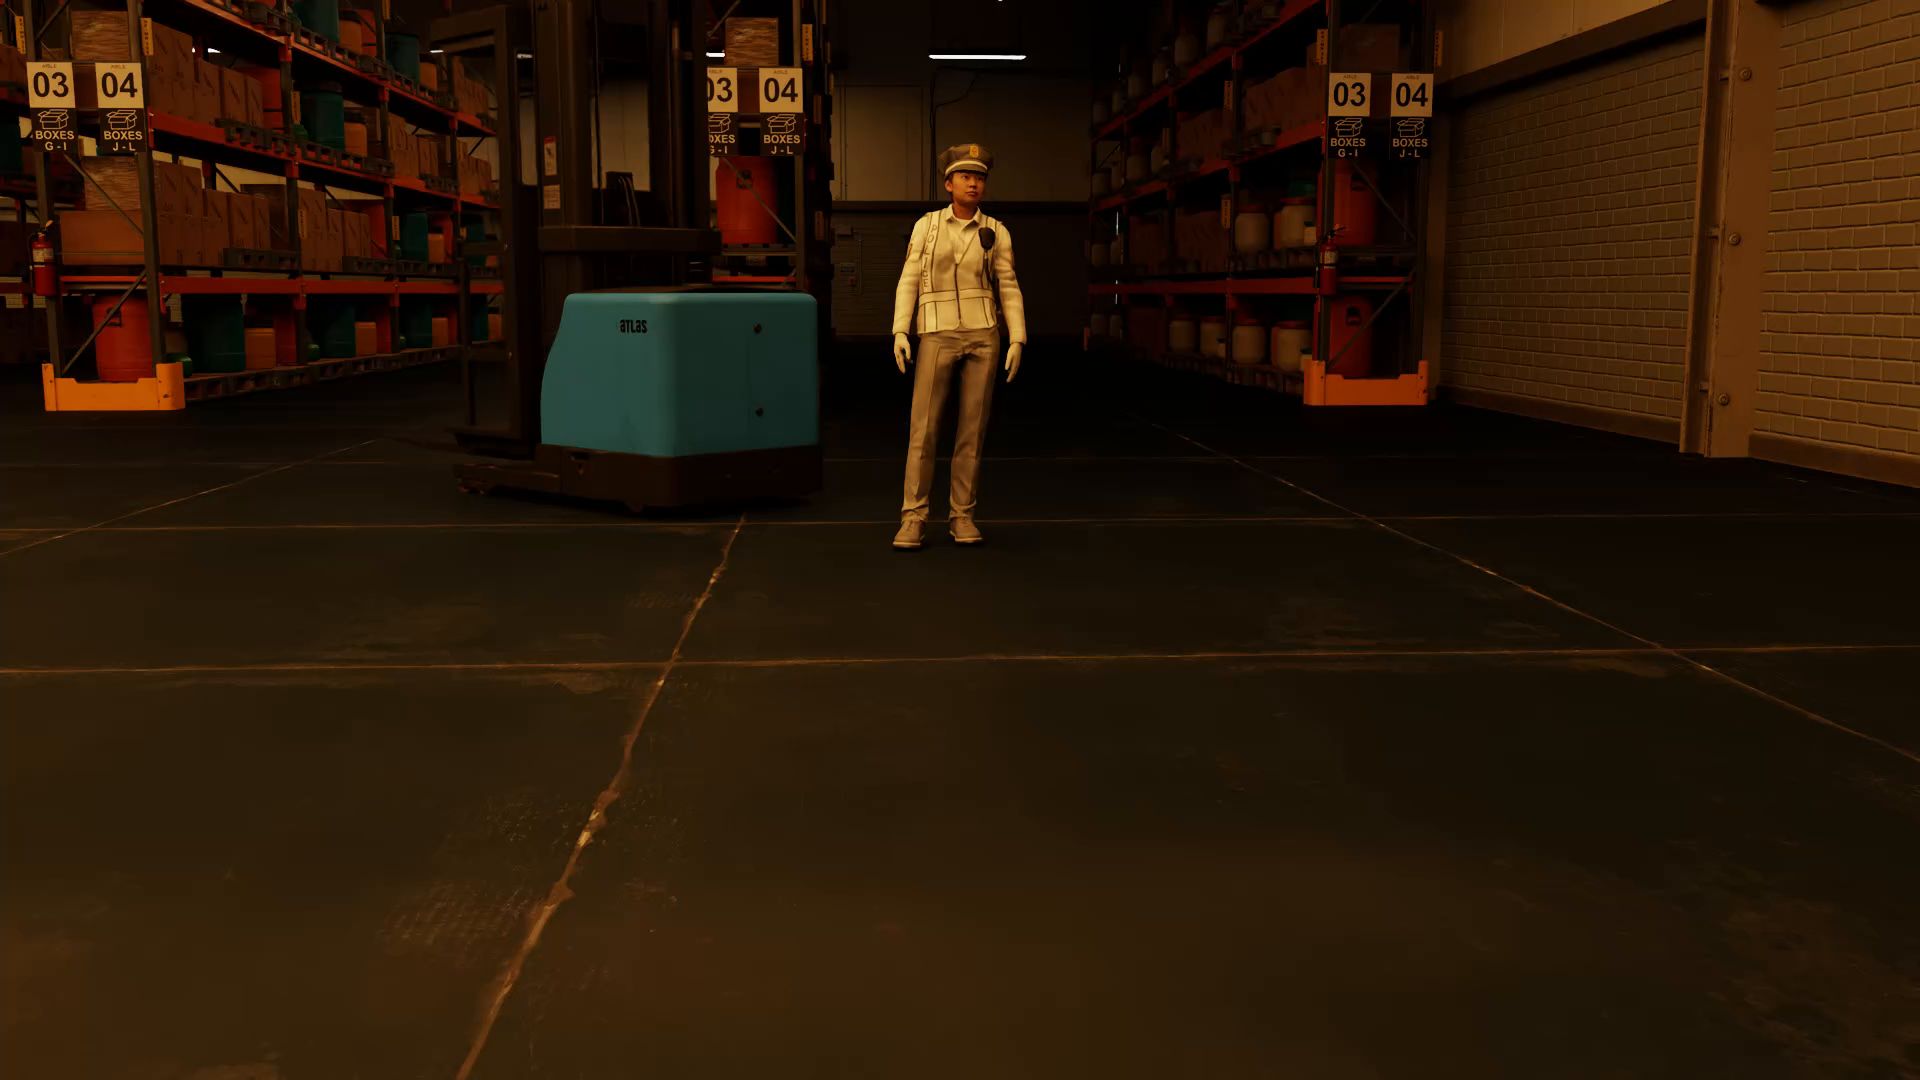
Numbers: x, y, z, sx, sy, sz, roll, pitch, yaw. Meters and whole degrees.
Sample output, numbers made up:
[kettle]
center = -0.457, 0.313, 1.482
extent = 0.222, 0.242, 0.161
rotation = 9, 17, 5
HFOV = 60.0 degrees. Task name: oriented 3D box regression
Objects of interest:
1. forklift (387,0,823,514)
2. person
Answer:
[forklift]
center = -2.118, -1.735, 9.017
extent = 3.031, 2.935, 1.130
rotation = 8, 12, 43
[person]
center = -0.003, -0.835, 7.116
extent = 0.586, 1.694, 0.532
rotation = -1, 8, -4
